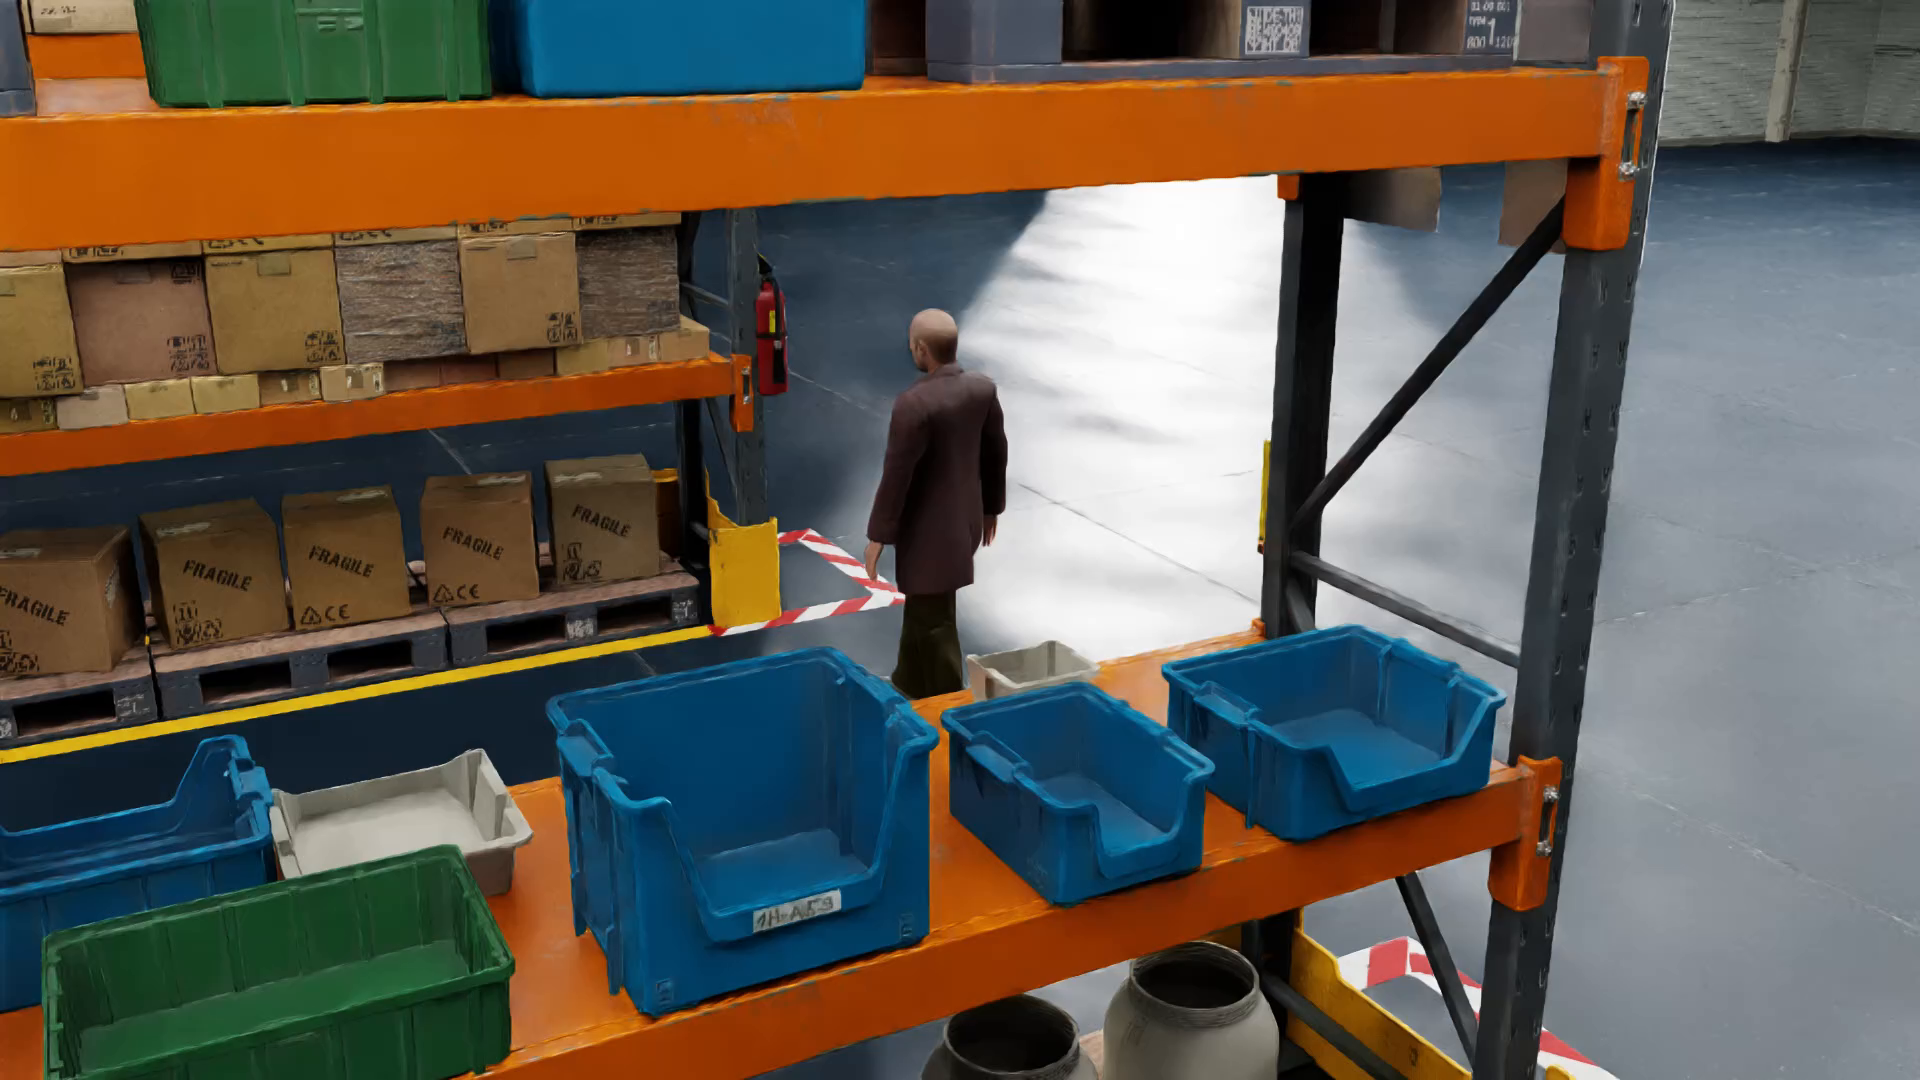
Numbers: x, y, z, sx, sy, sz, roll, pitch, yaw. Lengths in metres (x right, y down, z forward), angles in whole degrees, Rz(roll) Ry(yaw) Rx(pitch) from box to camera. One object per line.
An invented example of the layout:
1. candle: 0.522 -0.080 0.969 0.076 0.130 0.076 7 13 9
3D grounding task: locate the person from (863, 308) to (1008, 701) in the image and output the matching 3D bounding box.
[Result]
1. person: -0.185 -0.068 6.758 0.663 1.779 0.690 12 22 32
